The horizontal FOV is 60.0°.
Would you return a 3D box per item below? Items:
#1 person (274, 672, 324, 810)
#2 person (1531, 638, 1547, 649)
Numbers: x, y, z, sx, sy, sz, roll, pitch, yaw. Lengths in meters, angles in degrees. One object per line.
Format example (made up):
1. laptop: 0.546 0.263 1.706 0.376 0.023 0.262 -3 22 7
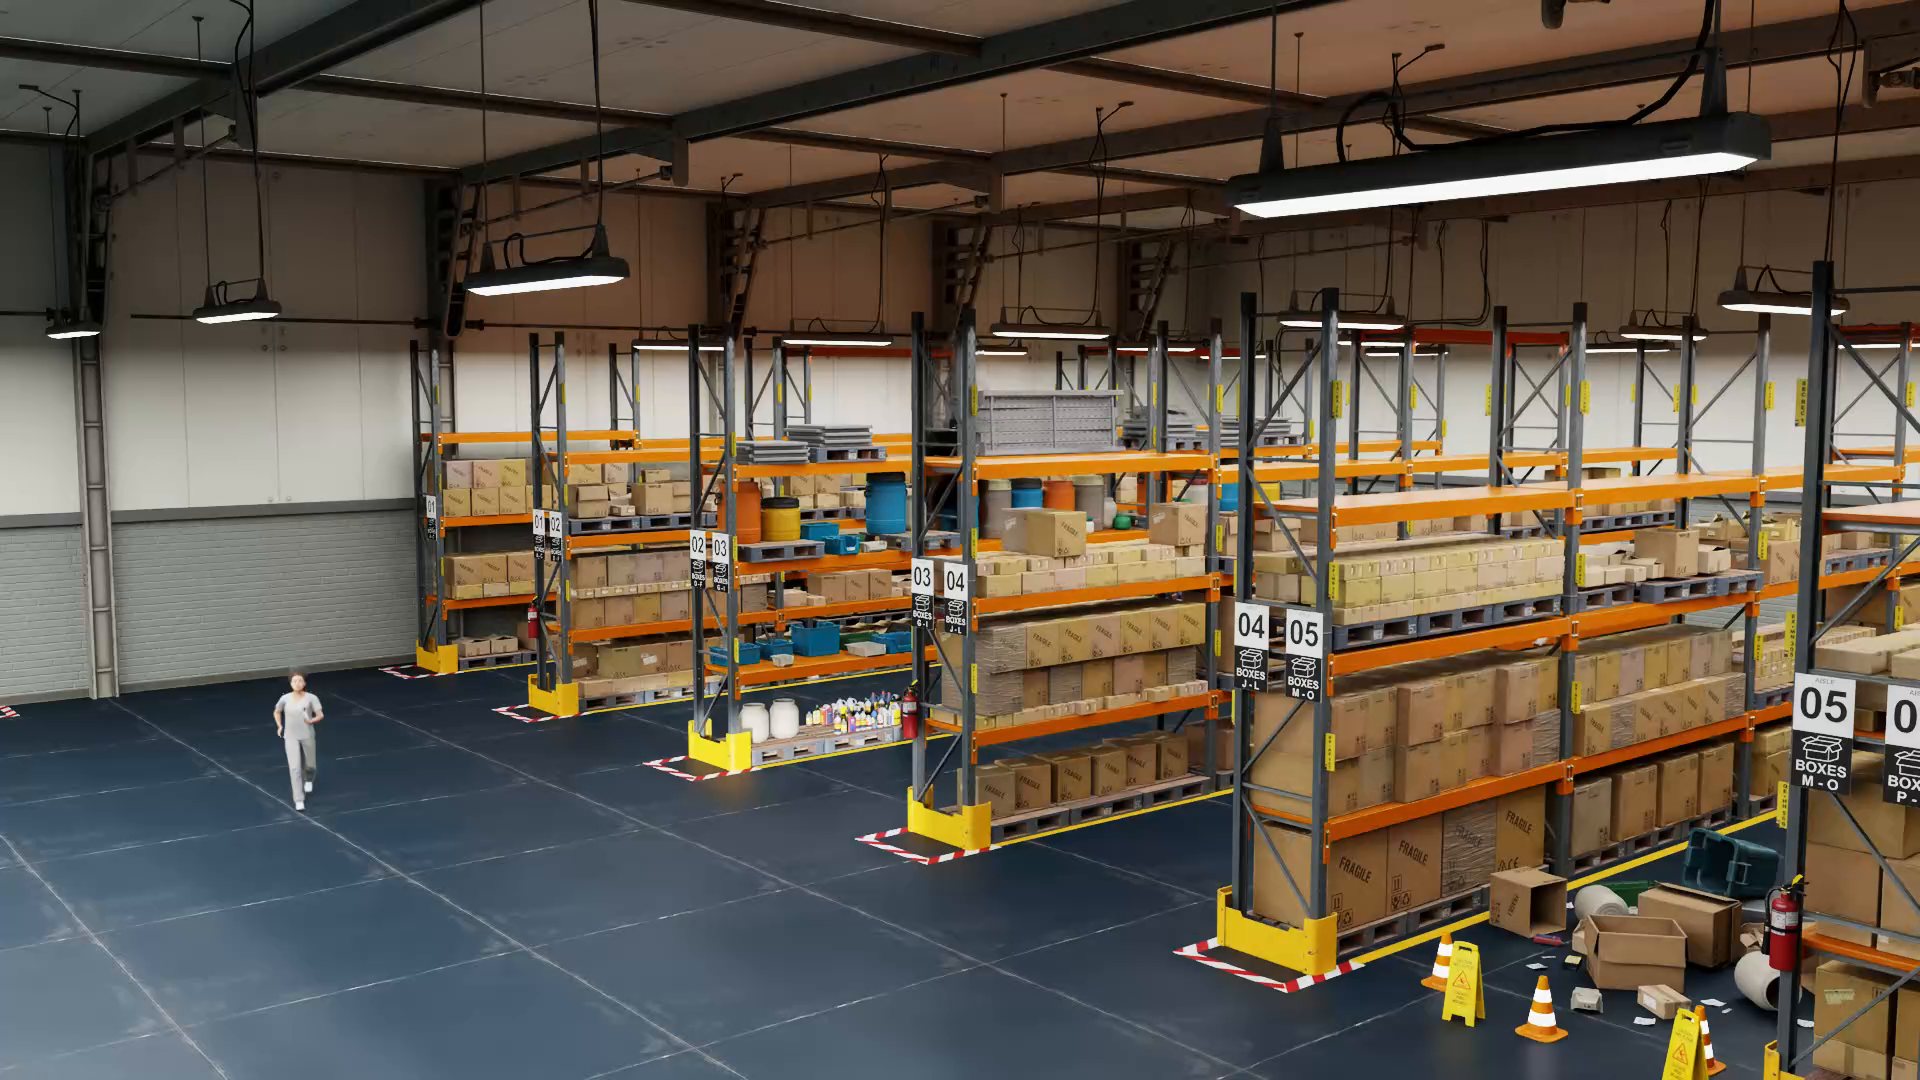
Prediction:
1. person: -8.144 2.441 20.498 0.576 1.643 0.895 -2 6 -21
2. person: 8.130 2.181 23.328 0.606 1.680 0.923 5 7 44
